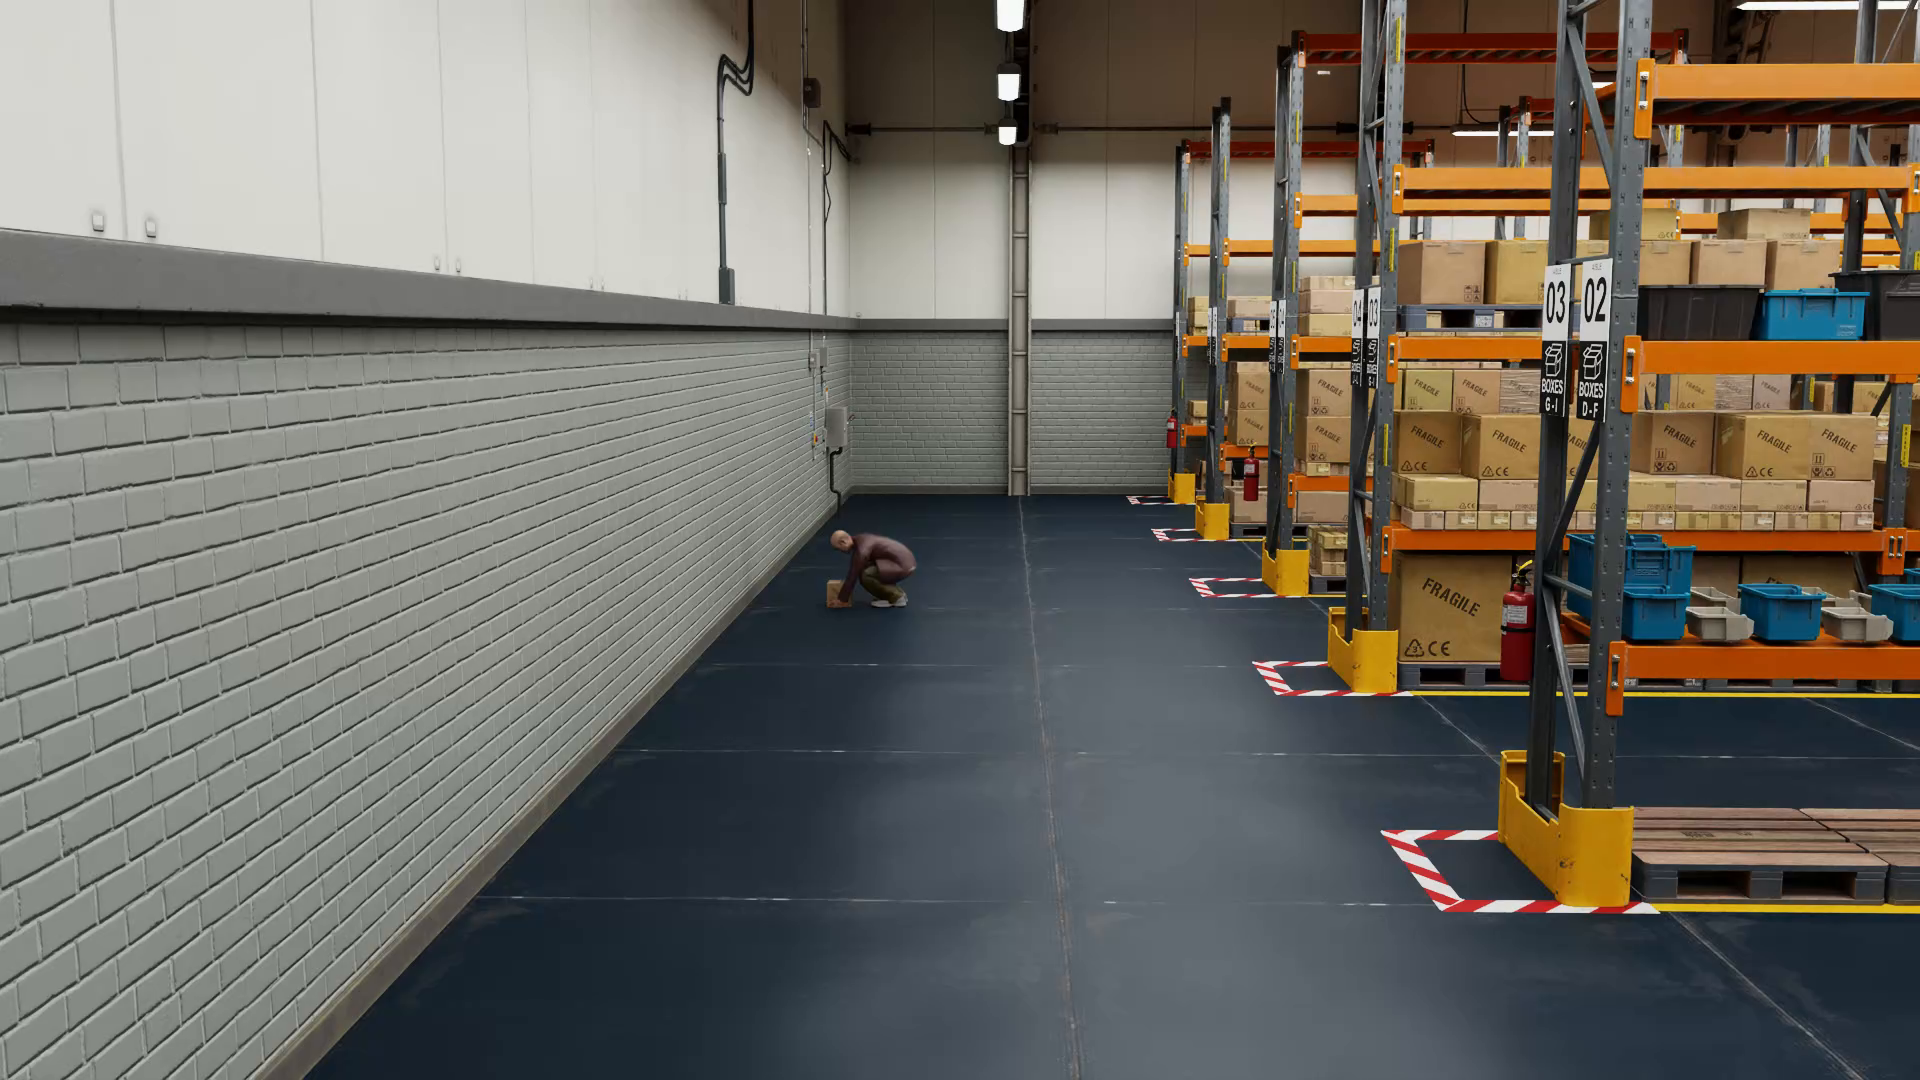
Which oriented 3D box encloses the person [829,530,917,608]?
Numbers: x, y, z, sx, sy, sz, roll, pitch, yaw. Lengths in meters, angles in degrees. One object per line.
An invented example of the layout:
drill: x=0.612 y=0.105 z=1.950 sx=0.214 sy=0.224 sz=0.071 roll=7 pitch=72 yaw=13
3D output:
person: x=-0.912 y=0.333 z=17.464 sx=0.922 sy=0.890 sz=0.581 roll=0 pitch=7 yaw=1
